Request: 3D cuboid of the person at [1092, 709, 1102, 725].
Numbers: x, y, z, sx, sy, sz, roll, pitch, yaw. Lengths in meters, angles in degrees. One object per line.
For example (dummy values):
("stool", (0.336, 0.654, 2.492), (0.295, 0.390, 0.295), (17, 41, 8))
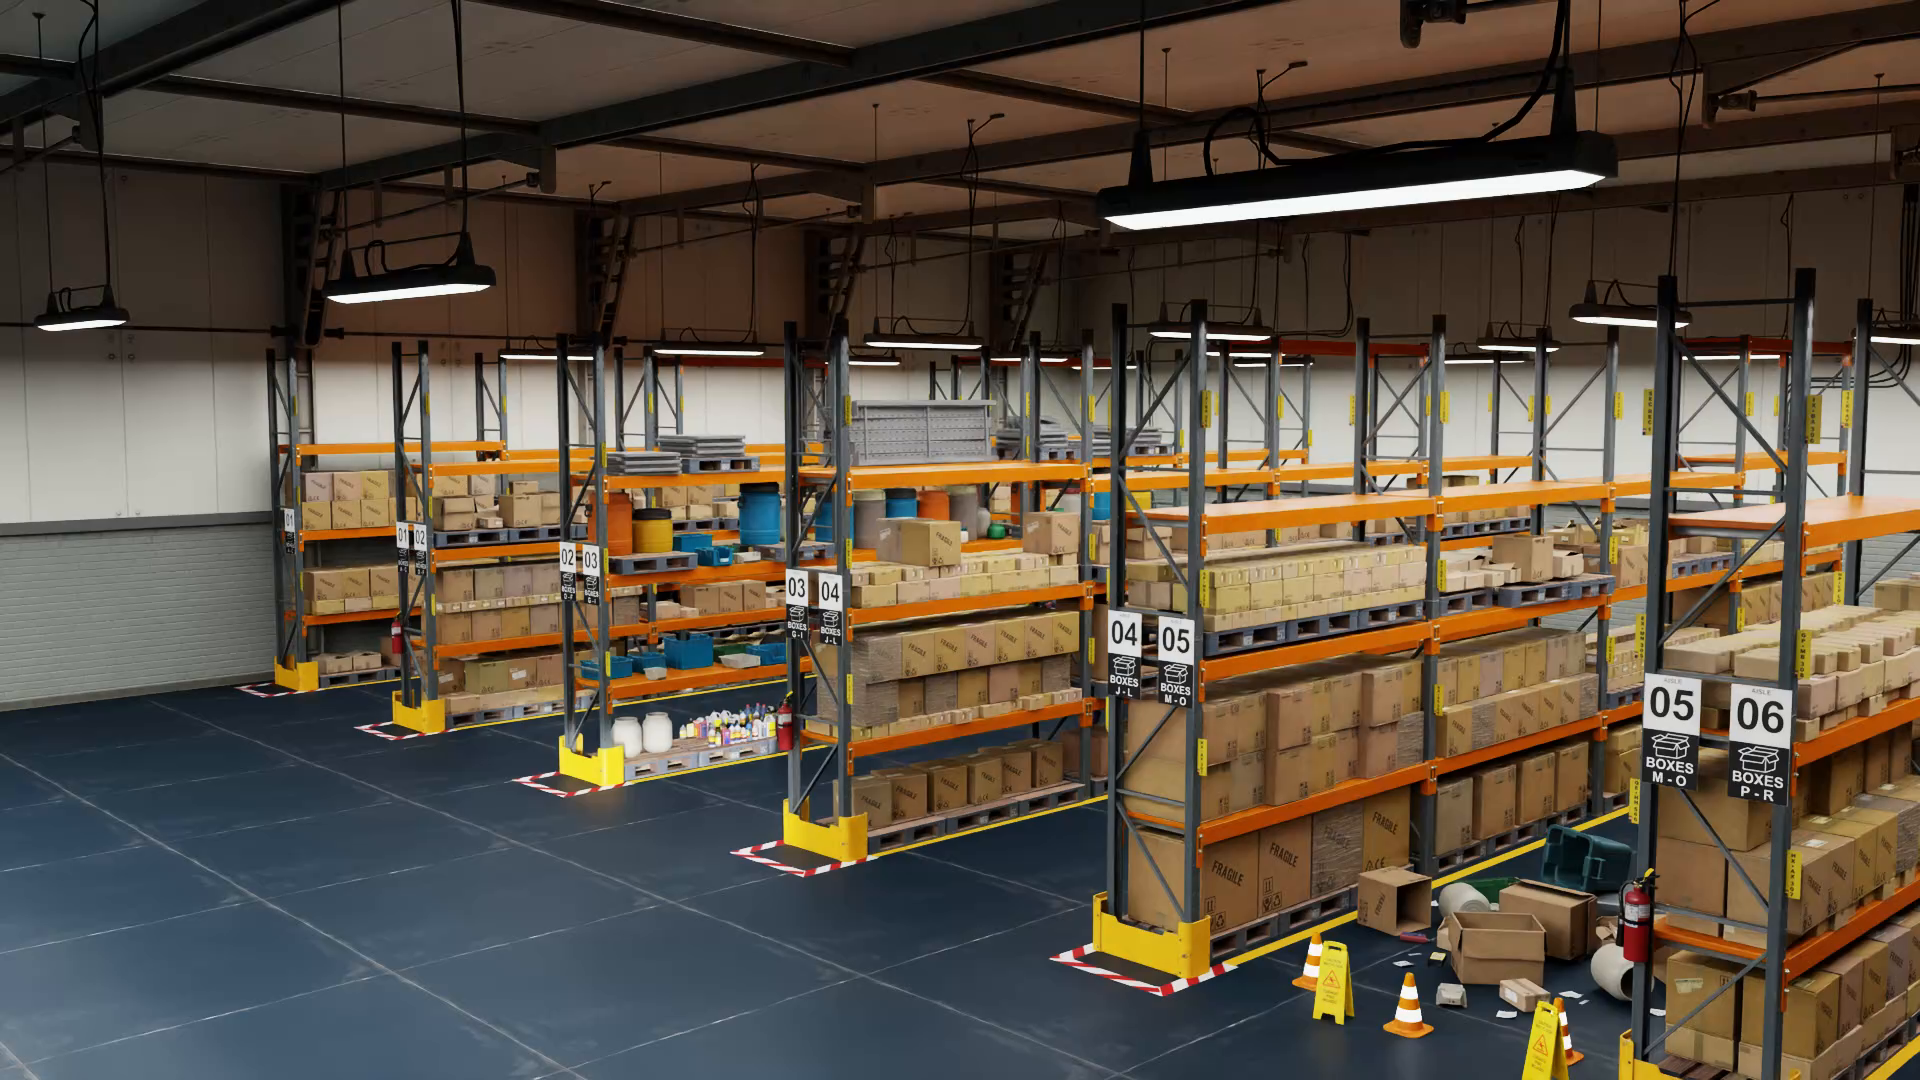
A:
("person", (1.993, 2.247, 24.587), (0.505, 1.689, 0.569), (3, 6, 30))
